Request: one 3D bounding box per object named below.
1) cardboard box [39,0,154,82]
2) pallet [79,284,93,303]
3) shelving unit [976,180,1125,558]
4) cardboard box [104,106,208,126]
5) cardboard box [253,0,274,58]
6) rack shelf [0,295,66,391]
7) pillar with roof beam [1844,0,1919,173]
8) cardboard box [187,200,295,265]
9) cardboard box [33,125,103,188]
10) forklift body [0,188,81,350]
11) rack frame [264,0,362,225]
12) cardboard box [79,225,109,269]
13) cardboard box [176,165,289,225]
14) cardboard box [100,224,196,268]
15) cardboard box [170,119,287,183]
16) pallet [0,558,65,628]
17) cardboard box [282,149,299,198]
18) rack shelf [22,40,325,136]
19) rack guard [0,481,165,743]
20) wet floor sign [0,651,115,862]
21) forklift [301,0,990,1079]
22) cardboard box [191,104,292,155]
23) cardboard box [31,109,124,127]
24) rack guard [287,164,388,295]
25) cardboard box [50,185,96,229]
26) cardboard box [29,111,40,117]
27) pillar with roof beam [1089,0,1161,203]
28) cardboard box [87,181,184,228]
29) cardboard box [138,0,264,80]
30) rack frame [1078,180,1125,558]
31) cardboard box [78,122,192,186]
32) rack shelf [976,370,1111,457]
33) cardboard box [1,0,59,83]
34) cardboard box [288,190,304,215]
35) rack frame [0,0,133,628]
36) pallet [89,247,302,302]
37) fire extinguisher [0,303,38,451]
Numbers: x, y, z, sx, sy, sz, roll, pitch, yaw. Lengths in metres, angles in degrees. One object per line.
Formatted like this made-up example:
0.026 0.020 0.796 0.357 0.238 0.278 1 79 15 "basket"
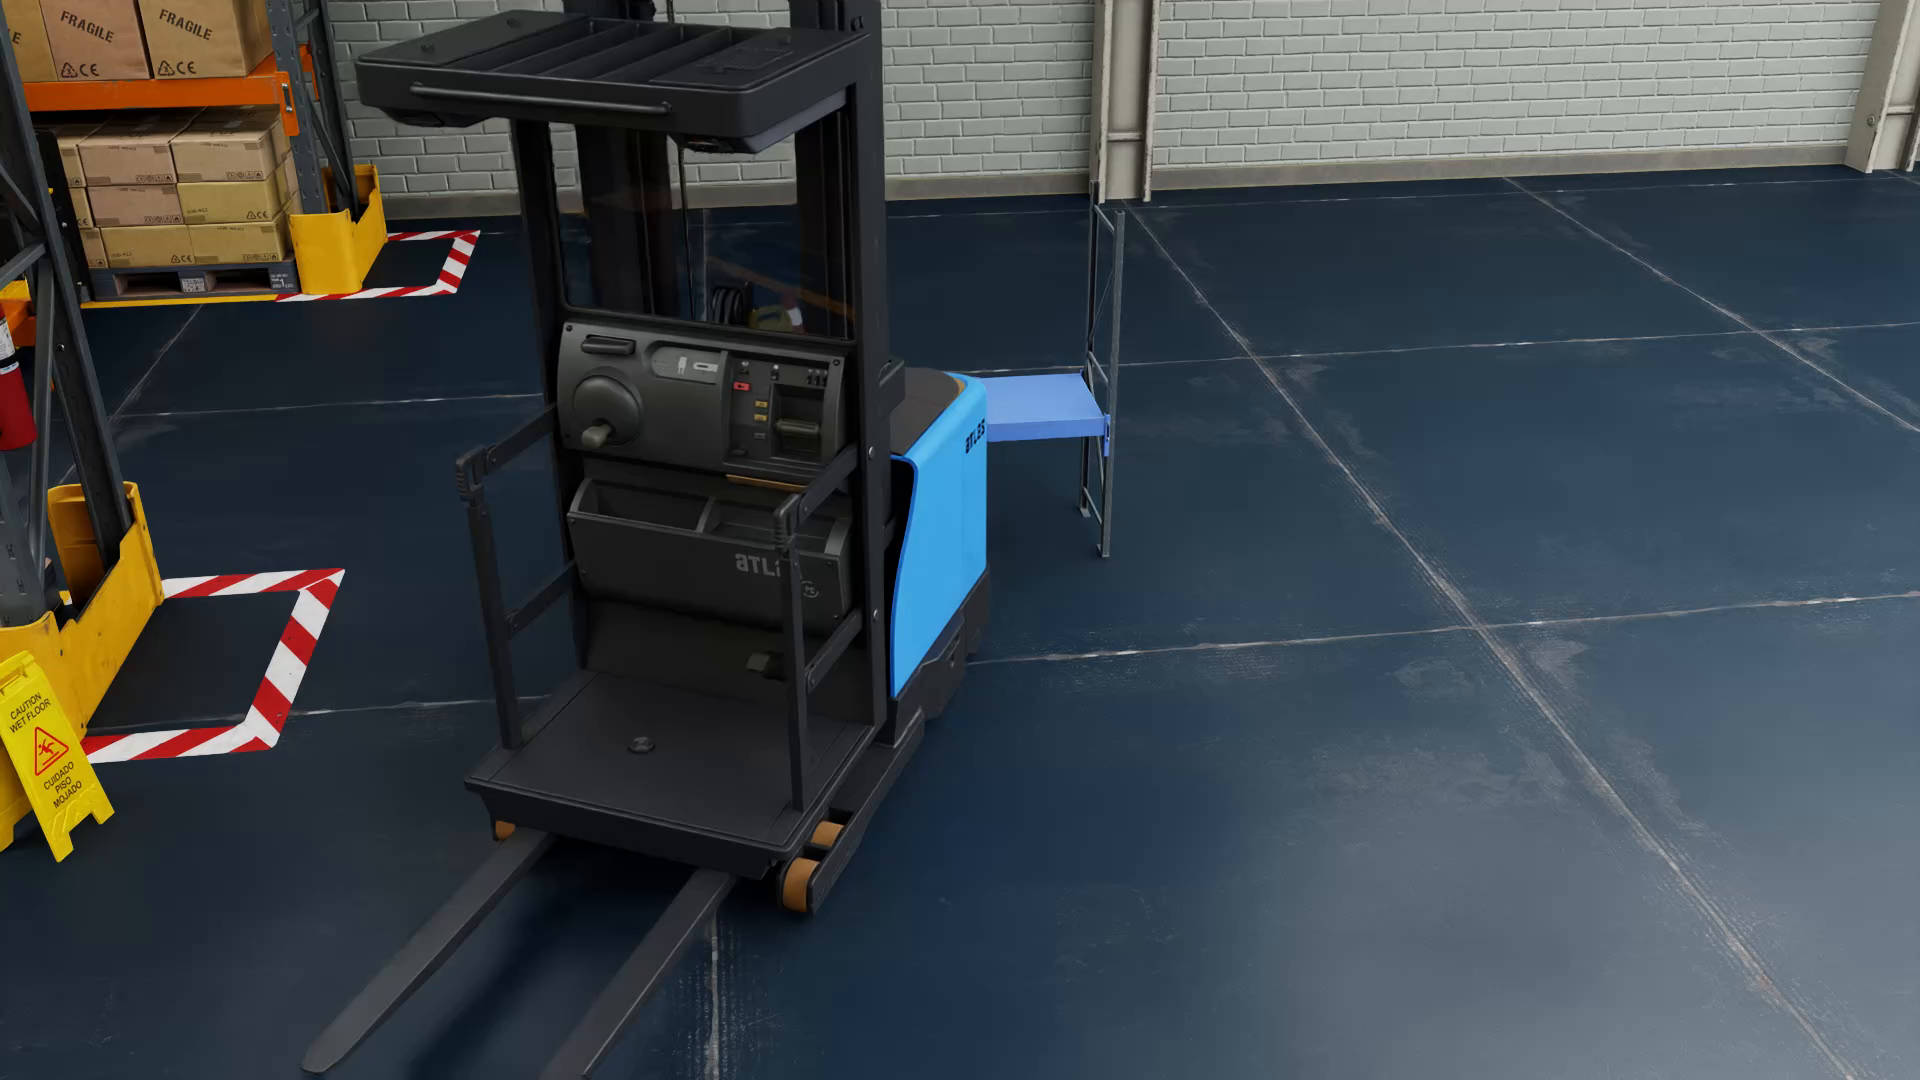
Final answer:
-4.931 -2.965 9.633 0.500 0.500 0.500 -3 27 -5 "cardboard box"
-5.922 -1.715 10.361 1.213 0.211 1.003 -4 27 -7 "pallet"
0.084 -0.673 6.918 1.048 1.500 0.538 -4 27 -7 "shelving unit"
-4.961 -2.529 10.350 0.500 0.250 0.500 -4 27 -7 "cardboard box"
-4.494 -3.238 10.165 0.500 0.500 0.500 -3 27 -5 "cardboard box"
-5.250 -0.408 5.548 4.000 0.370 1.077 -4 27 -7 "rack shelf"
7.703 -4.949 7.037 0.400 9.000 9.100 -4 27 -7 "pillar with roof beam"
-4.386 -1.890 10.200 0.500 0.250 0.500 -3 27 -7 "cardboard box"
-5.381 -2.266 9.836 0.500 0.250 0.500 -3 27 -6 "cardboard box"
-5.588 -1.776 8.356 1.214 2.155 2.313 -4 27 -7 "forklift body"
-3.965 -3.099 10.004 0.127 3.000 1.000 -4 27 -7 "rack frame"
-5.377 -1.835 10.092 0.500 0.250 0.500 -3 27 -7 "cardboard box"
-4.403 -2.113 10.086 0.500 0.250 0.500 -4 27 -8 "cardboard box"
-4.880 -1.863 10.146 0.500 0.250 0.500 -4 27 -7 "cardboard box"
-4.377 -2.337 9.976 0.500 0.250 0.500 -3 27 -5 "cardboard box"
-4.154 0.426 6.189 1.213 0.211 1.003 -4 27 -7 "pallet"
-4.459 -2.349 10.547 0.500 0.250 0.500 -3 27 -6 "cardboard box"
-5.945 -2.652 9.921 4.000 0.370 1.077 -4 27 -7 "rack shelf"
-3.345 0.261 6.193 0.348 0.500 1.175 -4 27 -7 "rack guard"
-2.932 0.664 5.250 0.232 0.644 0.267 6 28 11 "wet floor sign"
-0.848 -0.382 4.784 1.130 2.935 3.031 9 28 17 "forklift"
-4.467 -2.563 10.415 0.500 0.250 0.500 -4 27 -8 "cardboard box"
-5.458 -2.502 10.298 0.500 0.250 0.500 -4 27 -7 "cardboard box"
-3.941 -1.989 10.578 0.348 0.500 1.175 -4 27 -7 "rack guard"
-5.410 -2.044 9.951 0.500 0.250 0.500 -4 27 -8 "cardboard box"
-5.967 -2.473 10.240 0.500 0.250 0.500 -4 27 -8 "cardboard box"
1.761 -4.567 6.294 0.400 9.000 9.100 -4 27 -7 "pillar with roof beam"
-4.901 -2.086 10.034 0.500 0.250 0.500 -4 27 -8 "cardboard box"
-4.416 -2.994 9.689 0.500 0.500 0.500 -4 27 -8 "cardboard box"
0.588 -0.705 6.981 0.032 1.500 0.500 -4 27 -7 "rack frame"
-4.882 -2.302 9.908 0.500 0.250 0.500 -3 27 -6 "cardboard box"
0.084 -0.513 7.000 1.000 0.185 0.538 -4 27 -7 "rack shelf"
-5.438 -2.932 9.569 0.500 0.500 0.500 -4 27 -8 "cardboard box"
-4.478 -2.120 10.648 0.500 0.250 0.500 -4 27 -7 "cardboard box"
-3.270 -0.856 5.632 0.127 3.000 1.000 -4 27 -7 "rack frame"
-4.716 -1.791 10.509 1.213 0.211 1.003 -4 27 -7 "pallet"
-3.092 -0.620 5.258 0.183 0.674 0.296 -4 27 -7 "fire extinguisher"
